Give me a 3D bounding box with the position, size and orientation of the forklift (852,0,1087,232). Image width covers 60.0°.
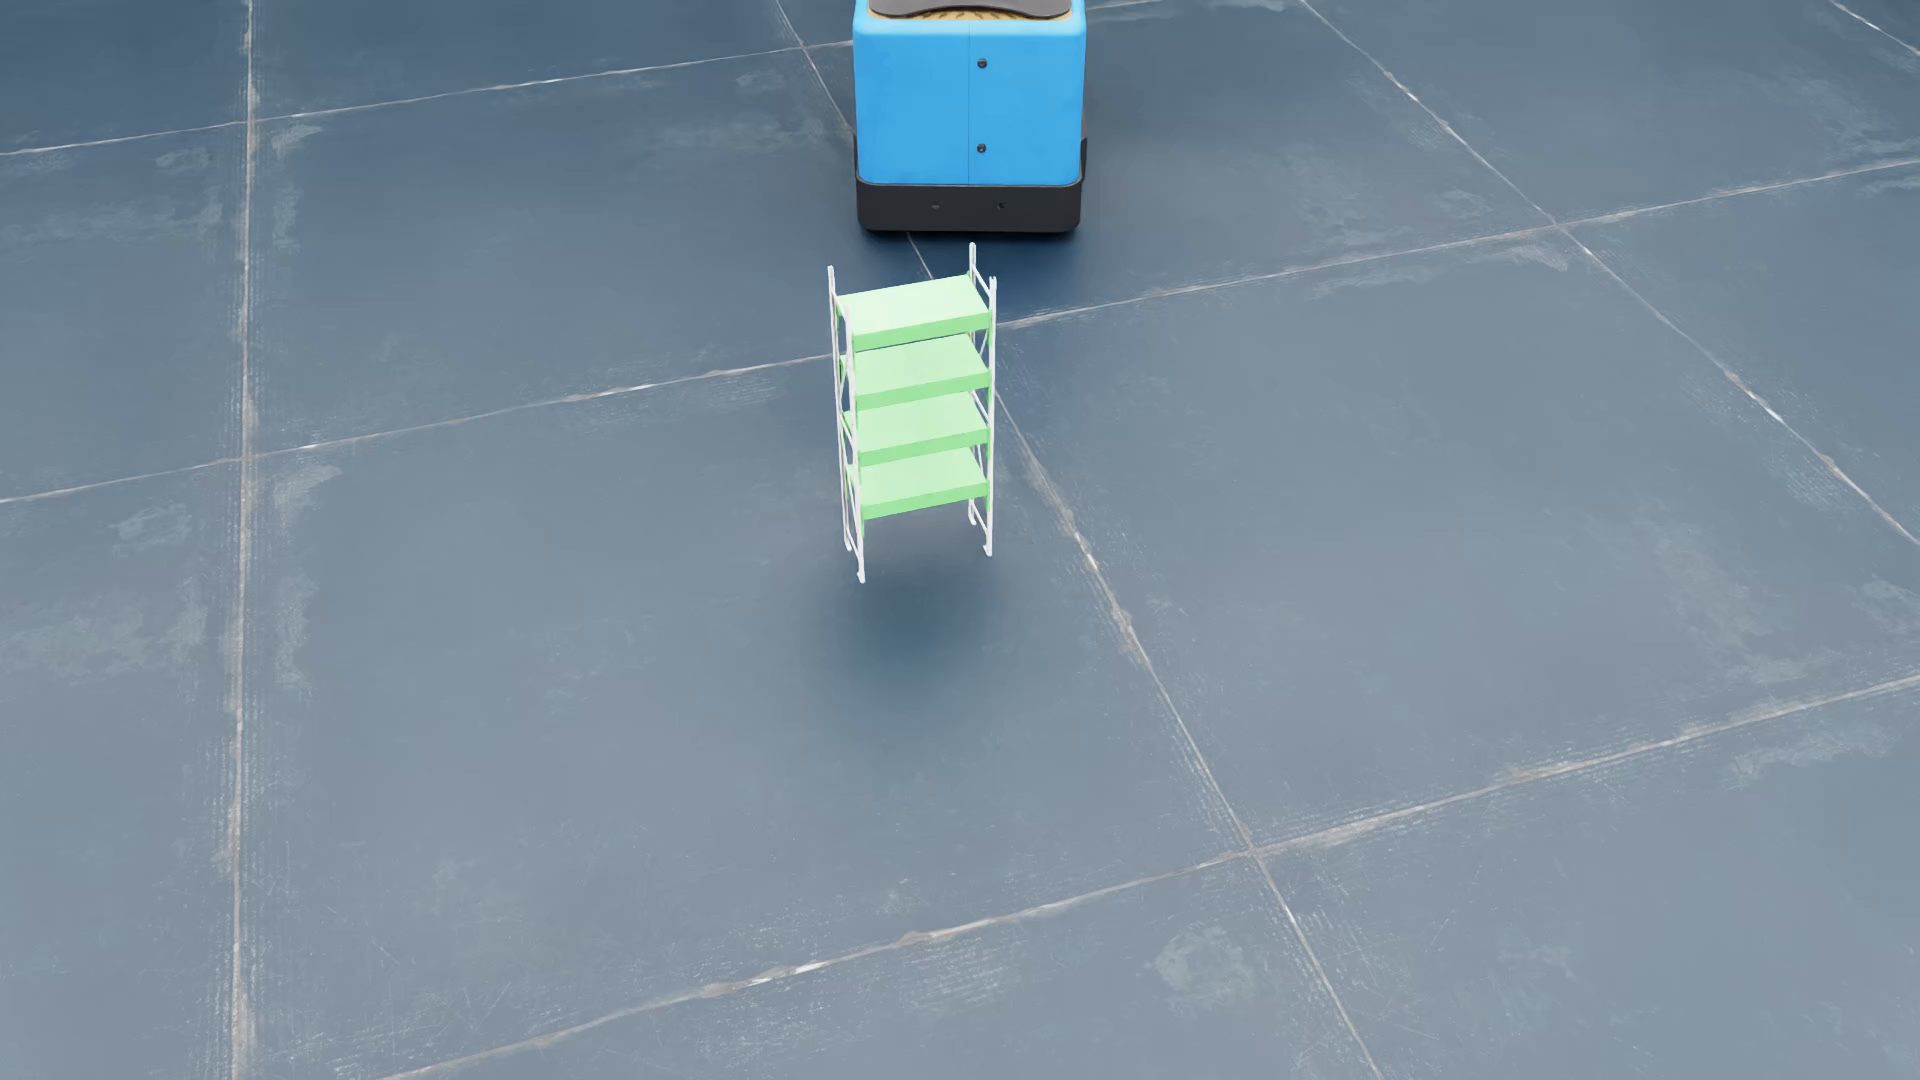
[{"bbox_3d":[0.067,-3.492,8.019,1.130,2.935,3.031,1,41,1],"label":"forklift"}]

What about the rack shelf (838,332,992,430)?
[{"bbox_3d":[-0.158,-0.552,5.702,0.480,0.148,0.258,-12,42,-13],"label":"rack shelf"}]

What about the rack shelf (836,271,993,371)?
[{"bbox_3d":[-0.158,-0.733,5.544,0.480,0.148,0.258,-12,42,-13],"label":"rack shelf"}]

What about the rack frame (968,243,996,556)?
[{"bbox_3d":[0.075,-0.467,5.873,0.015,1.200,0.240,-12,42,-13],"label":"rack frame"}]

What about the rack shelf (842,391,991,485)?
[{"bbox_3d":[-0.158,-0.371,5.860,0.480,0.148,0.258,-12,42,-13],"label":"rack shelf"}]

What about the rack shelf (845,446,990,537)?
[{"bbox_3d":[-0.158,-0.190,6.018,0.480,0.148,0.258,-12,42,-13],"label":"rack shelf"}]

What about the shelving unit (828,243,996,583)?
[{"bbox_3d":[-0.158,-0.419,5.818,0.503,1.200,0.258,-12,42,-13],"label":"shelving unit"}]

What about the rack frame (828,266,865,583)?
[{"bbox_3d":[-0.391,-0.371,5.763,0.015,1.200,0.240,-12,42,-13],"label":"rack frame"}]
